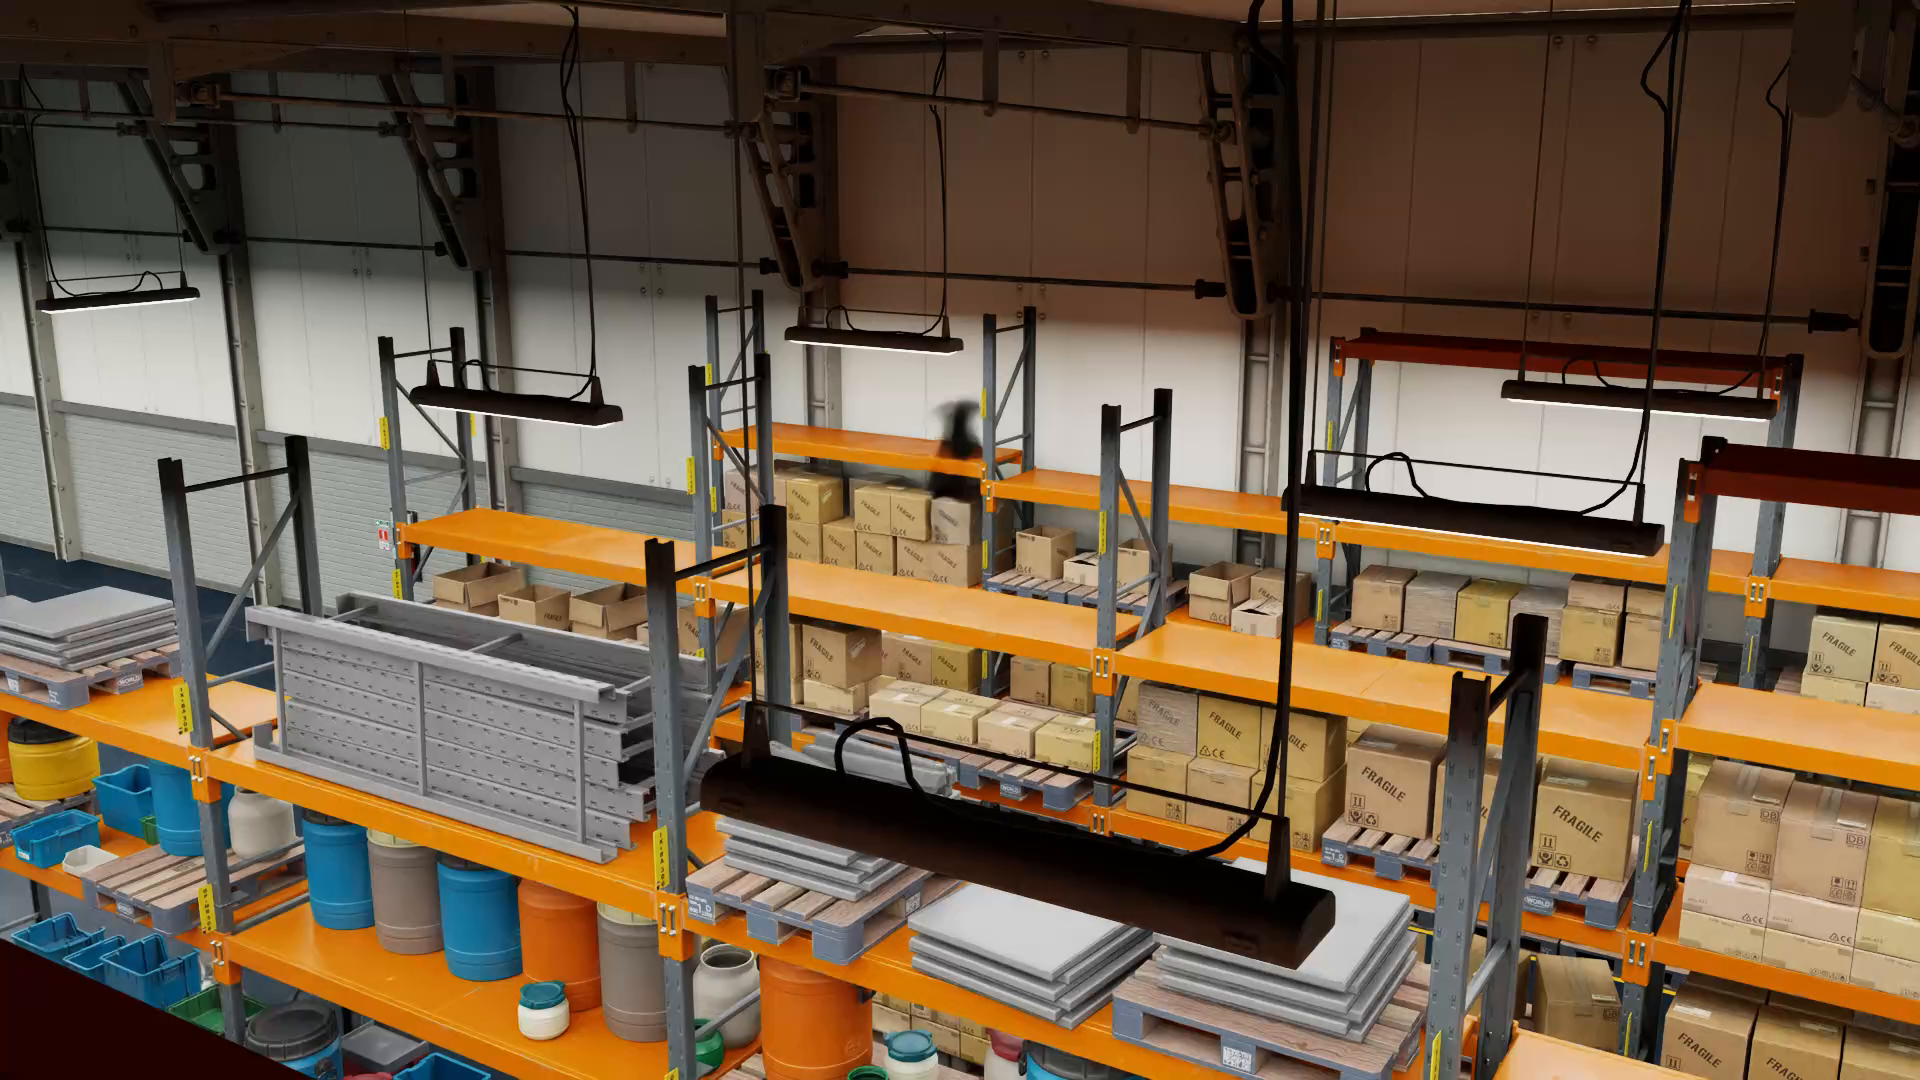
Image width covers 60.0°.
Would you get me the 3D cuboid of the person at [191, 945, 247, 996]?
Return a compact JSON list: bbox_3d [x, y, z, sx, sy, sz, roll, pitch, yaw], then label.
[{"bbox_3d":[-6.991,3.551,15.402,0.682,1.664,0.562,3,14,13],"label":"person"}]
